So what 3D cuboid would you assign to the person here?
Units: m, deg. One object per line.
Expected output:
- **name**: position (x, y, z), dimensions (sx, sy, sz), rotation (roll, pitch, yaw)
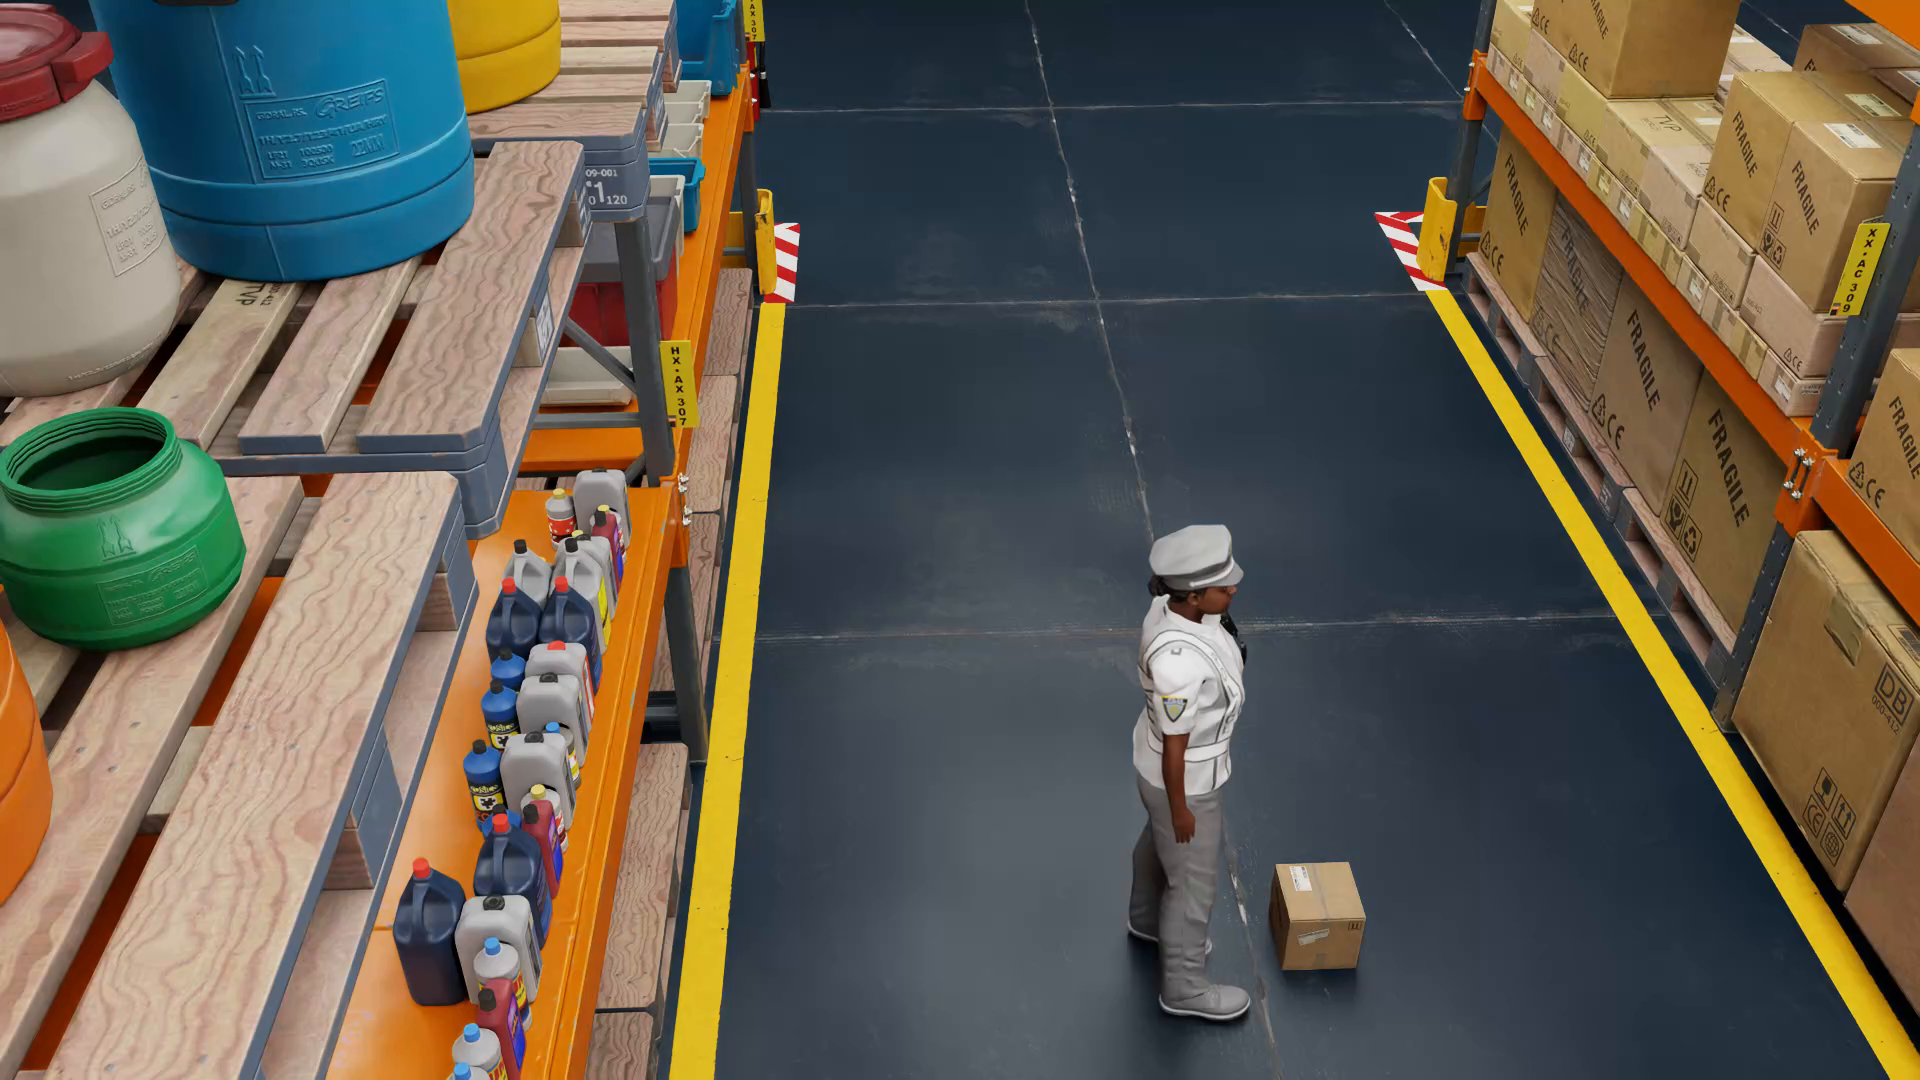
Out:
- **person**: position (0.745, 0.713, 5.111), dimensions (0.446, 1.684, 0.550), rotation (4, 36, 6)
